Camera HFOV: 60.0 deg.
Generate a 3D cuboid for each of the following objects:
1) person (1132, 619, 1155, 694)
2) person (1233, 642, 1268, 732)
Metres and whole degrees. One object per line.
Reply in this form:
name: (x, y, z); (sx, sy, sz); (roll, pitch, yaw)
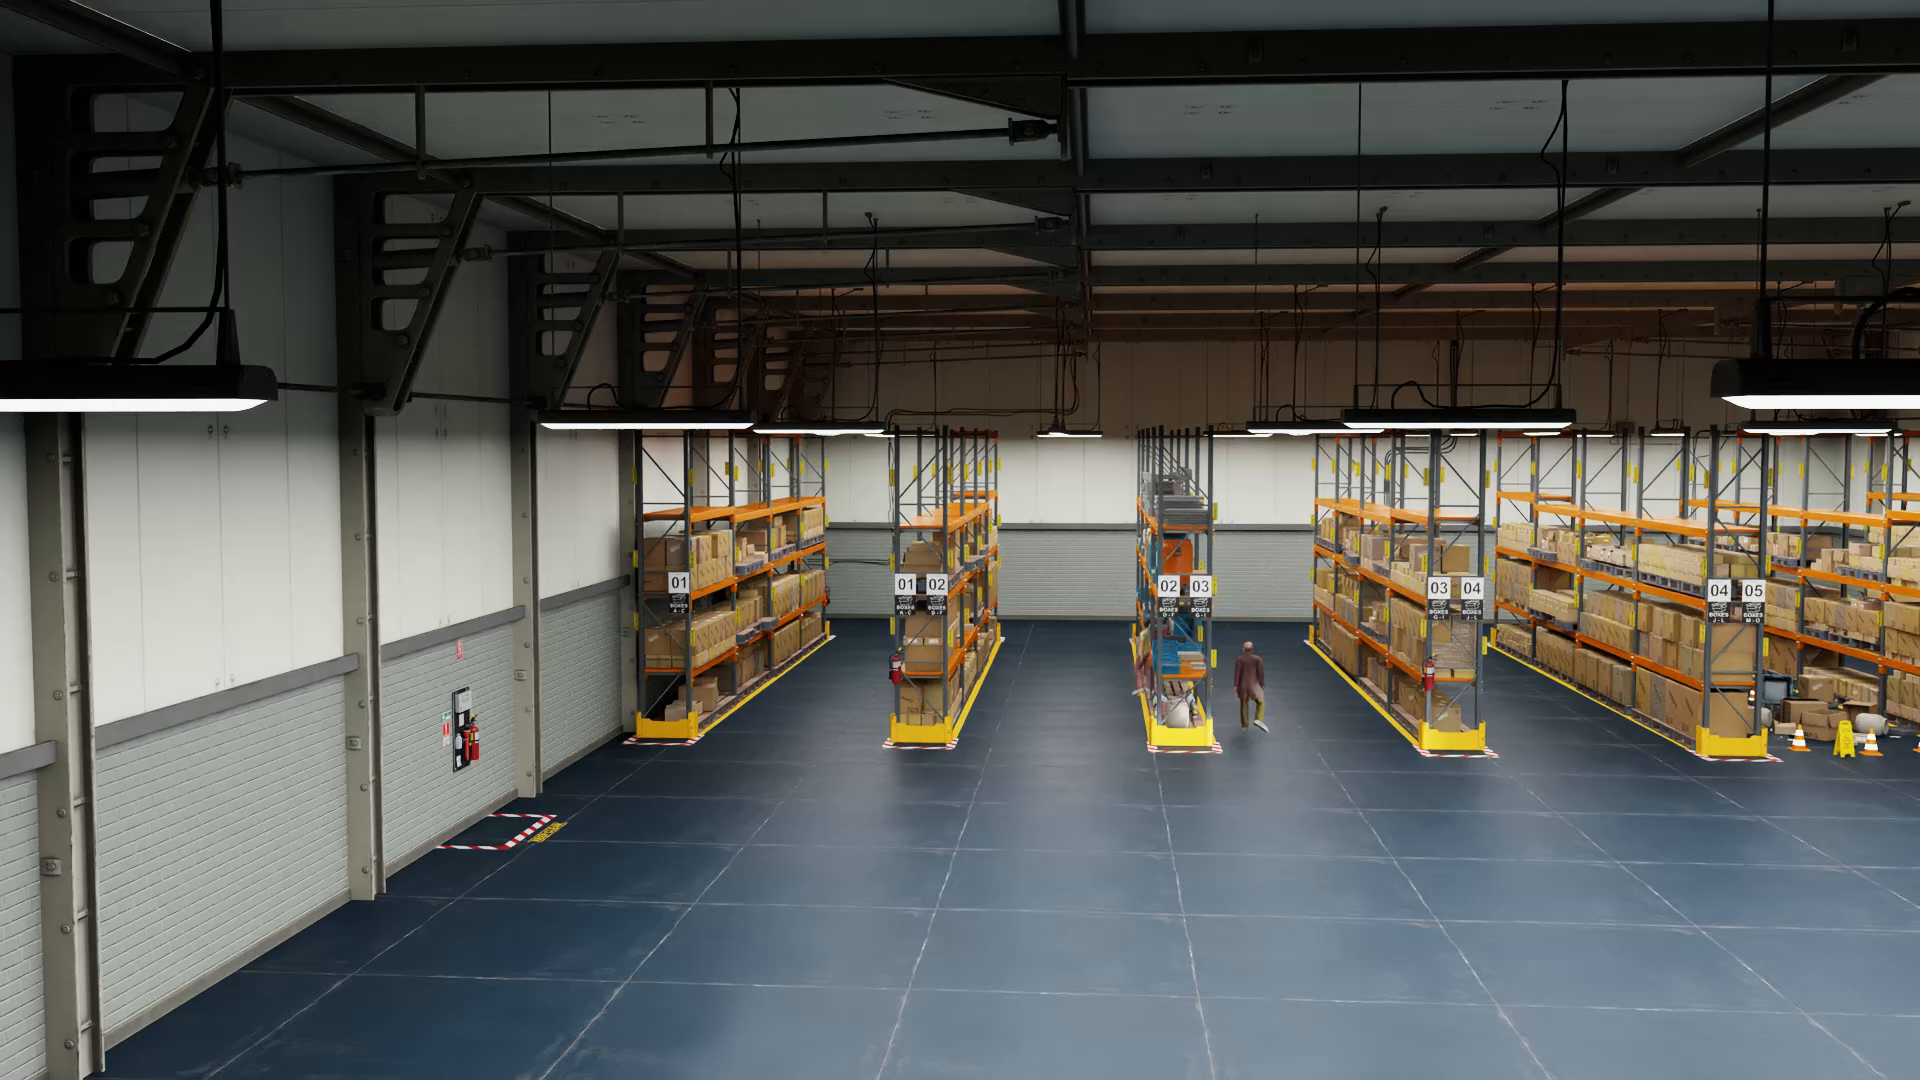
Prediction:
person: (4.120, 2.578, 36.566); (0.459, 1.697, 0.575); (-2, 4, -26)
person: (5.723, 2.881, 32.613); (0.711, 1.771, 0.586); (1, 4, 23)
